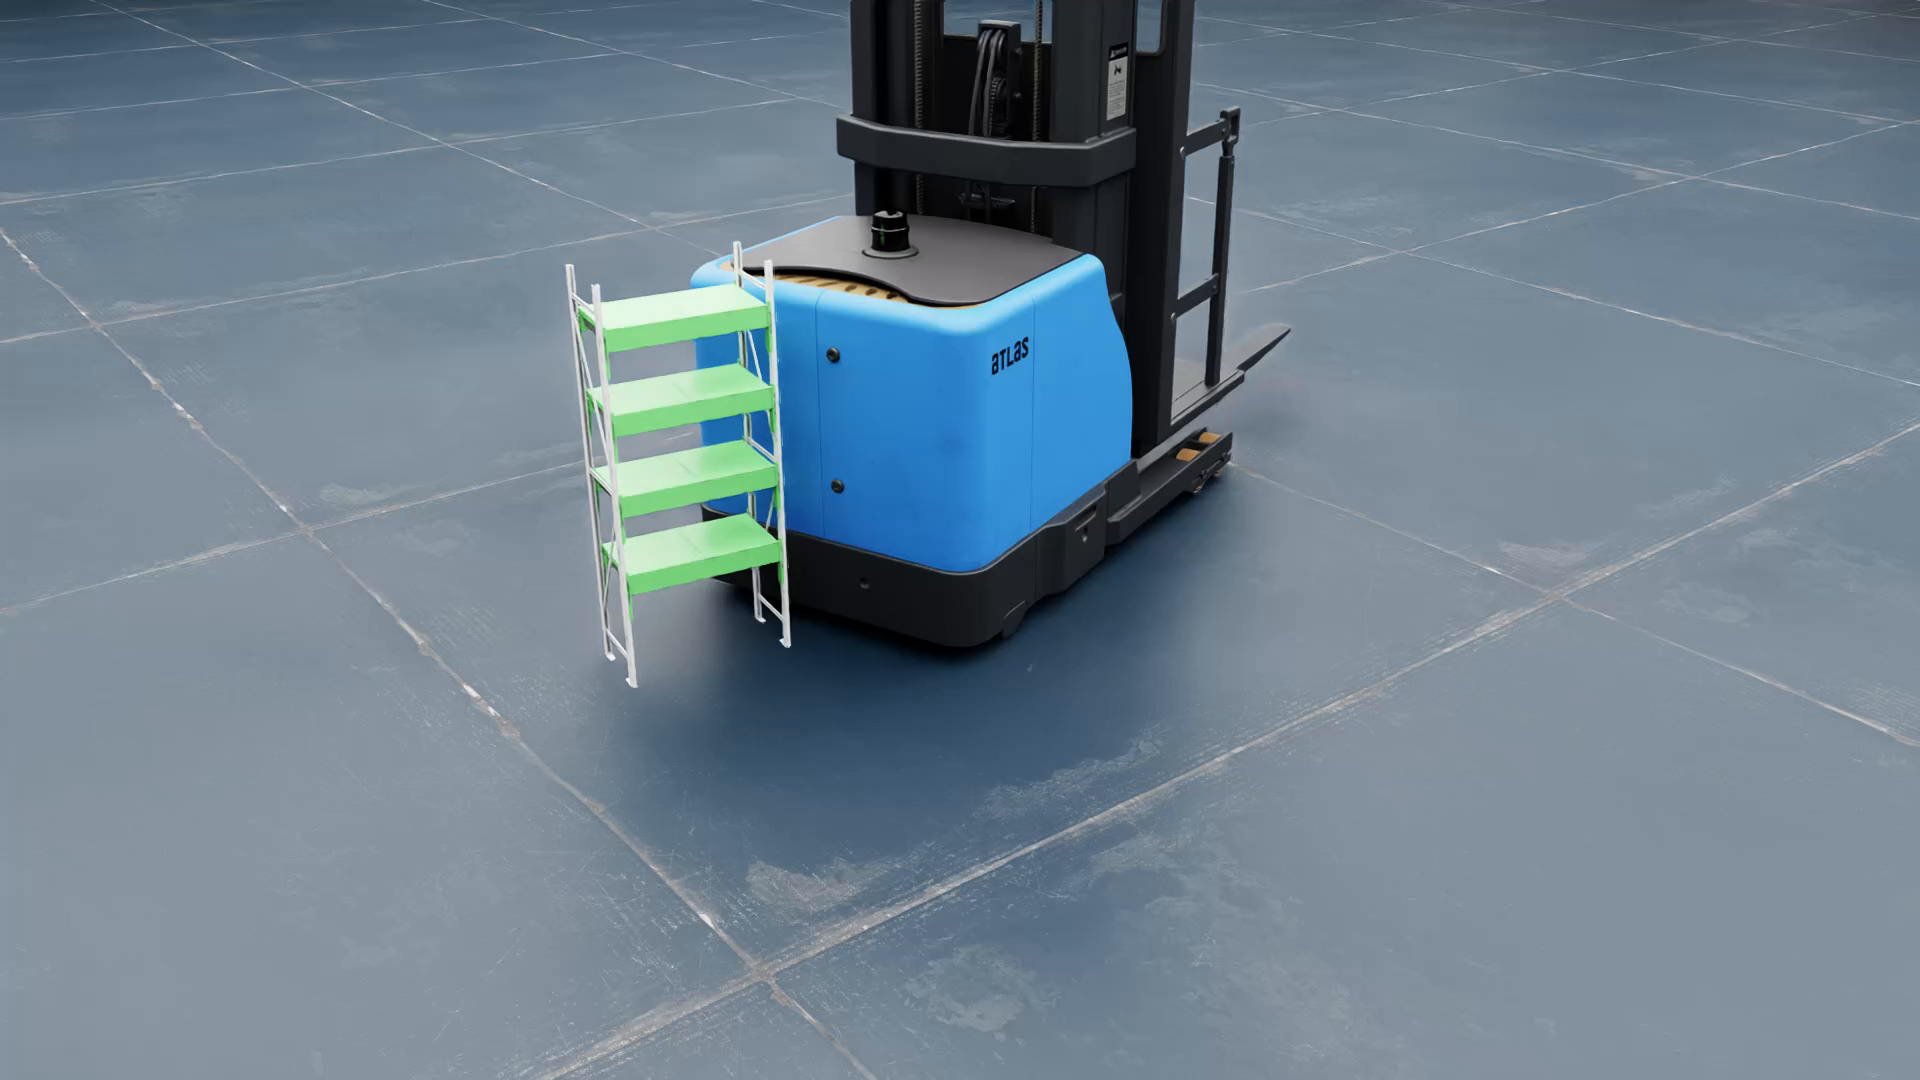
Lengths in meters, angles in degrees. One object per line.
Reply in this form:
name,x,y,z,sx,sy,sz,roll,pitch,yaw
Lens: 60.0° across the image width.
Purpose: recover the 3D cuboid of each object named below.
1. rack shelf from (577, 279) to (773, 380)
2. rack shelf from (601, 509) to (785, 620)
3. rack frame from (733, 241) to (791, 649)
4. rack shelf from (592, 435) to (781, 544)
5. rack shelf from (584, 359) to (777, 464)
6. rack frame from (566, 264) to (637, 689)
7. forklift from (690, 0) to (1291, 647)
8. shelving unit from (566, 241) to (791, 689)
rack shelf,-0.790,-0.587,4.600,0.480,0.148,0.258,-13,28,-27
rack shelf,-0.790,0.067,4.903,0.480,0.148,0.258,-13,28,-27
rack frame,-0.578,-0.260,4.885,0.015,1.200,0.240,-13,28,-27
rack shelf,-0.790,-0.151,4.802,0.480,0.148,0.258,-13,28,-27
rack shelf,-0.790,-0.369,4.701,0.480,0.148,0.258,-13,28,-27
rack frame,-1.002,-0.158,4.666,0.015,1.200,0.240,-13,28,-27
forklift,0.370,-1.590,5.694,1.130,2.935,3.031,14,28,28
shelving unit,-0.790,-0.209,4.775,0.503,1.200,0.258,-13,28,-27
